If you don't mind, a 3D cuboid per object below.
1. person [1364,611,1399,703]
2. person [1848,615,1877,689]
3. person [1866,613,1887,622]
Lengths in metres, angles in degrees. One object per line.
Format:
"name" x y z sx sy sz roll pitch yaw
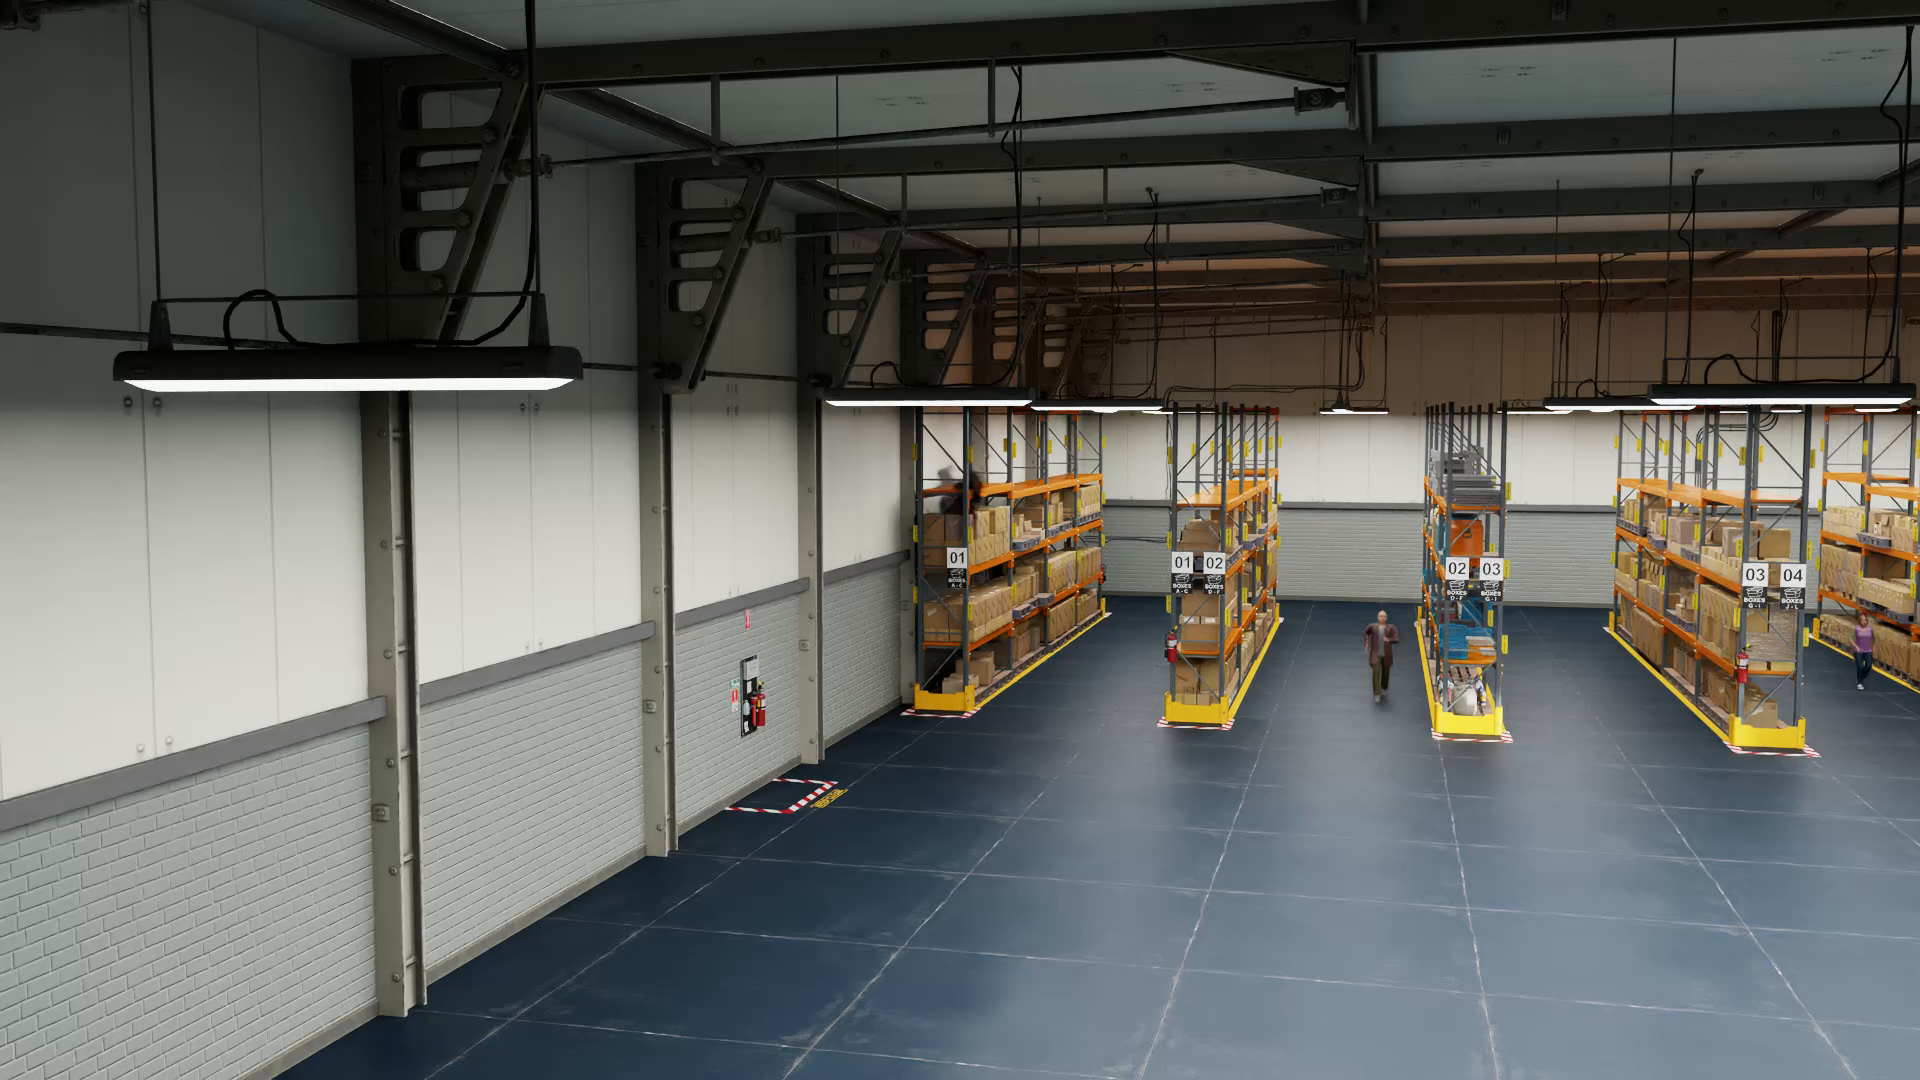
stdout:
"person" 8.505 2.329 33.562 0.691 1.793 1.024 1 4 13
"person" 18.981 2.363 34.942 0.563 1.565 0.484 1 4 16
"person" 24.101 1.595 44.021 0.904 1.772 0.703 1 4 20
